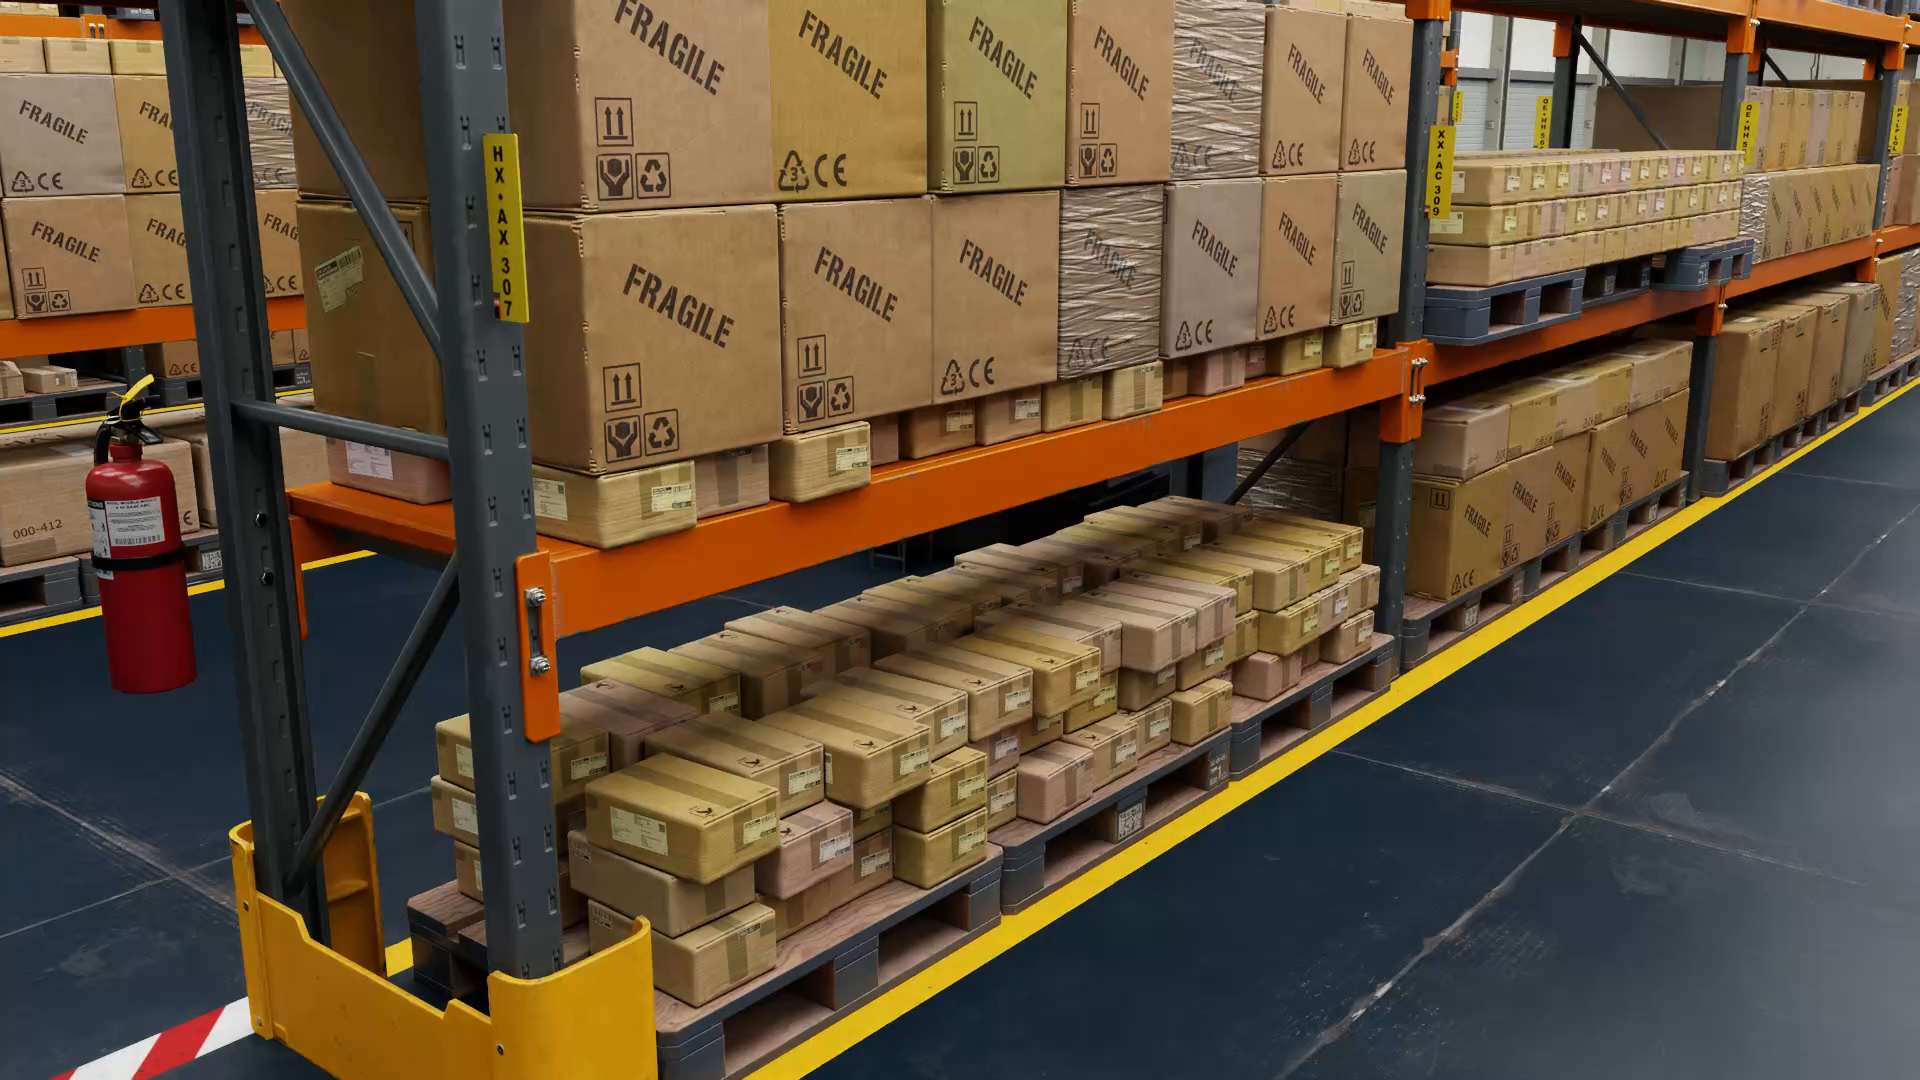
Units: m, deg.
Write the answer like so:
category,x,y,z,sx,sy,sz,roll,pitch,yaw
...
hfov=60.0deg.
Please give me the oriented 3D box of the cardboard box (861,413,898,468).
category,x,y,z,sx,sy,sz,roll,pitch,yaw
cardboard box,-0.372,-0.272,4.113,0.380,0.149,0.250,12,19,40

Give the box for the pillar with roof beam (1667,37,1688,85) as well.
category,x,y,z,sx,sy,sz,roll,pitch,yaw
pillar with roof beam,22.119,-12.784,40.671,9.100,9.000,0.400,11,18,38

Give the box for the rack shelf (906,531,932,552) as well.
category,x,y,z,sx,sy,sz,roll,pitch,yaw
rack shelf,-0.285,-0.105,8.075,0.215,0.259,0.240,8,16,30

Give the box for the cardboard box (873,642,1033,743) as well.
category,x,y,z,sx,sy,sz,roll,pitch,yaw
cardboard box,-0.021,0.417,4.619,0.380,0.149,0.250,12,19,40

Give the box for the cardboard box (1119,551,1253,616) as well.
category,x,y,z,sx,sy,sz,roll,pitch,yaw
cardboard box,0.763,0.160,5.629,0.380,0.149,0.250,12,19,39

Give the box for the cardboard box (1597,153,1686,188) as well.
category,x,y,z,sx,sy,sz,roll,pitch,yaw
cardboard box,3.206,-1.756,7.892,0.380,0.149,0.250,11,18,38

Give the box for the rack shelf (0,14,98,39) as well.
category,x,y,z,sx,sy,sz,roll,pitch,yaw
rack shelf,-7.745,-3.216,10.558,1.077,0.370,4.000,11,18,38

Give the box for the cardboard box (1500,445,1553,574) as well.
category,x,y,z,sx,sy,sz,roll,pitch,yaw
cardboard box,2.291,-0.174,7.438,0.500,0.500,0.500,12,19,40

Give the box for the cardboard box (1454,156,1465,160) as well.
category,x,y,z,sx,sy,sz,roll,pitch,yaw
cardboard box,2.043,-1.654,7.492,0.380,0.149,0.250,11,18,36

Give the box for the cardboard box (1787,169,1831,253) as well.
category,x,y,z,sx,sy,sz,roll,pitch,yaw
cardboard box,5.244,-2.128,10.703,0.500,0.500,0.500,11,18,37

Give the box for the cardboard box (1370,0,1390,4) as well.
category,x,y,z,sx,sy,sz,roll,pitch,yaw
cardboard box,3.997,-5.333,16.324,0.380,0.149,0.250,12,18,39

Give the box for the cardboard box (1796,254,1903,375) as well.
category,x,y,z,sx,sy,sz,roll,pitch,yaw
cardboard box,6.767,-1.795,13.059,0.875,0.875,0.875,12,18,38

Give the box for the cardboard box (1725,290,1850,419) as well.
category,x,y,z,sx,sy,sz,roll,pitch,yaw
cardboard box,5.387,-1.308,11.395,1.050,0.750,0.750,11,18,38

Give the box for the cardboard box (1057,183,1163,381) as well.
category,x,y,z,sx,sy,sz,roll,pitch,yaw
cardboard box,0.222,-0.746,4.661,0.500,0.500,0.500,11,18,36

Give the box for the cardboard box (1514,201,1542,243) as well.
category,x,y,z,sx,sy,sz,roll,pitch,yaw
cardboard box,2.055,-1.260,6.542,0.380,0.149,0.250,11,18,36

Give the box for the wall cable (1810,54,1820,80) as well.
category,x,y,z,sx,sy,sz,roll,pitch,yaw
wall cable,21.651,-12.305,45.092,3.097,2.526,0.112,11,18,38

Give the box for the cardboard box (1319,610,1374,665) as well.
category,x,y,z,sx,sy,sz,roll,pitch,yaw
cardboard box,1.307,0.327,6.182,0.380,0.149,0.250,12,18,38

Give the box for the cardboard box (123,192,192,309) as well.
category,x,y,z,sx,sy,sz,roll,pitch,yaw
cardboard box,-3.682,-1.350,7.643,0.500,0.500,0.500,12,19,39

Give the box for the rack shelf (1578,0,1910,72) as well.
category,x,y,z,sx,sy,sz,roll,pitch,yaw
rack shelf,5.060,-3.234,10.629,1.077,0.370,4.000,11,18,38

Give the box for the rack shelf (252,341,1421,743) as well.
category,x,y,z,sx,sy,sz,roll,pitch,yaw
rack shelf,0.032,-0.248,4.967,1.077,0.370,4.000,11,18,38

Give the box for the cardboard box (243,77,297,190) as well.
category,x,y,z,sx,sy,sz,roll,pitch,yaw
cardboard box,-3.345,-1.931,7.899,0.500,0.500,0.500,12,18,38

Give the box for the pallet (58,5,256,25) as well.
category,x,y,z,sx,sy,sz,roll,pitch,yaw
pallet,-6.024,-3.970,12.449,1.213,0.211,1.003,11,18,38

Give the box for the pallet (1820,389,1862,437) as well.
category,x,y,z,sx,sy,sz,roll,pitch,yaw
pallet,5.890,-1.001,12.133,1.003,0.211,1.213,11,18,38

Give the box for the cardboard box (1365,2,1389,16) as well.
category,x,y,z,sx,sy,sz,roll,pitch,yaw
cardboard box,3.850,-5.117,16.280,0.500,0.250,0.500,11,18,38

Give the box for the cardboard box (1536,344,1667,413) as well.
category,x,y,z,sx,sy,sz,roll,pitch,yaw
cardboard box,3.268,-0.831,8.503,0.500,0.250,0.500,12,18,38

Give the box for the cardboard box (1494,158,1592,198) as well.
category,x,y,z,sx,sy,sz,roll,pitch,yaw
cardboard box,2.387,-1.504,6.901,0.380,0.149,0.250,11,18,37

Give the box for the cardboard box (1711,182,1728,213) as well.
category,x,y,z,sx,sy,sz,roll,pitch,yaw
cardboard box,3.680,-1.755,8.492,0.380,0.149,0.250,12,19,40

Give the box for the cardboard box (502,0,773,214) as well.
category,x,y,z,sx,sy,sz,roll,pitch,yaw
cardboard box,-0.737,-0.936,3.376,0.500,0.500,0.500,11,18,37

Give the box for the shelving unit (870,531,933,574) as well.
category,x,y,z,sx,sy,sz,roll,pitch,yaw
shelving unit,-0.285,-0.384,8.004,0.215,1.050,0.252,8,16,30

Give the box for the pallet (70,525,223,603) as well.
category,x,y,z,sx,sy,sz,roll,pitch,yaw
pallet,-3.930,-0.006,8.219,1.003,0.211,1.213,11,18,38

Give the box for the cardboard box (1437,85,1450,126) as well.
category,x,y,z,sx,sy,sz,roll,pitch,yaw
cardboard box,4.766,-4.570,17.682,0.700,0.500,0.500,11,18,36

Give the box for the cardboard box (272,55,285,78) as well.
category,x,y,z,sx,sy,sz,roll,pitch,yaw
cardboard box,-3.260,-2.281,7.957,0.380,0.149,0.250,11,18,37

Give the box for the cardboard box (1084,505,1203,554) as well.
category,x,y,z,sx,sy,sz,roll,pitch,yaw
cardboard box,0.692,-0.012,6.307,0.380,0.149,0.250,12,19,40

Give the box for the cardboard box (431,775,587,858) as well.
category,x,y,z,sx,sy,sz,roll,pitch,yaw
cardboard box,-1.116,0.675,4.205,0.380,0.149,0.250,11,18,36

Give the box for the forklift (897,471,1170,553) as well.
category,x,y,z,sx,sy,sz,roll,pitch,yaw
forklift,0.543,-1.646,9.150,1.130,2.935,3.031,8,16,30

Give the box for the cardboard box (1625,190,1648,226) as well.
category,x,y,z,sx,sy,sz,roll,pitch,yaw
cardboard box,2.875,-1.510,7.526,0.380,0.149,0.250,11,18,36

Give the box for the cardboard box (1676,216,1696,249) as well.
category,x,y,z,sx,sy,sz,roll,pitch,yaw
cardboard box,3.372,-1.518,8.163,0.380,0.149,0.250,11,18,37

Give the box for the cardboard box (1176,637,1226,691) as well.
category,x,y,z,sx,sy,sz,roll,pitch,yaw
cardboard box,0.644,0.357,5.460,0.380,0.149,0.250,12,18,39

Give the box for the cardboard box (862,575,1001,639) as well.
category,x,y,z,sx,sy,sz,roll,pitch,yaw
cardboard box,-0.091,0.240,5.316,0.380,0.149,0.250,11,18,38

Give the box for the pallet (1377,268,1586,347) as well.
category,x,y,z,sx,sy,sz,roll,pitch,yaw
pallet,1.882,-1.010,6.897,1.003,0.211,1.213,11,18,38

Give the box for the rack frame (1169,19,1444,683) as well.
category,x,y,z,sx,sy,sz,roll,pitch,yaw
rack frame,1.289,-0.979,6.386,1.000,3.000,0.127,11,18,38

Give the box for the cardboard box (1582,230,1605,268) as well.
category,x,y,z,sx,sy,sz,roll,pitch,yaw
cardboard box,2.542,-1.263,7.162,0.380,0.149,0.250,10,18,35

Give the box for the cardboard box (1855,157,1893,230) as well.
category,x,y,z,sx,sy,sz,roll,pitch,yaw
cardboard box,6.539,-2.657,12.684,0.875,0.550,0.550,11,18,38

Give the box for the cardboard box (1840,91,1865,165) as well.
category,x,y,z,sx,sy,sz,roll,pitch,yaw
cardboard box,6.009,-2.949,11.904,0.700,0.500,0.500,11,18,37

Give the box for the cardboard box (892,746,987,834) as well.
category,x,y,z,sx,sy,sz,roll,pitch,yaw
cardboard box,-0.150,0.623,4.410,0.380,0.149,0.250,12,19,39

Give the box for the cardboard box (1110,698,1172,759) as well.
category,x,y,z,sx,sy,sz,roll,pitch,yaw
cardboard box,0.441,0.564,5.246,0.380,0.149,0.250,12,18,39

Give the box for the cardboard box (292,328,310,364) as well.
category,x,y,z,sx,sy,sz,roll,pitch,yaw
cardboard box,-5.365,-1.742,13.611,0.500,0.500,0.500,11,18,36

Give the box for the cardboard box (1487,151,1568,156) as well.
category,x,y,z,sx,sy,sz,roll,pitch,yaw
cardboard box,2.870,-1.908,8.492,0.380,0.149,0.250,10,18,35

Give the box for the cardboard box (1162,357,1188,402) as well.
category,x,y,z,sx,sy,sz,roll,pitch,yaw
cardboard box,0.470,-0.516,5.072,0.380,0.149,0.250,11,18,37

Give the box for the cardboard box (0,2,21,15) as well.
category,x,y,z,sx,sy,sz,roll,pitch,yaw
cardboard box,-6.641,-3.665,11.374,0.380,0.149,0.250,11,18,37

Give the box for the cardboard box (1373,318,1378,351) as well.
category,x,y,z,sx,sy,sz,roll,pitch,yaw
cardboard box,1.291,-0.767,6.059,0.380,0.149,0.250,11,18,37

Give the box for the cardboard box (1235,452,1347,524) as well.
category,x,y,z,sx,sy,sz,roll,pitch,yaw
cardboard box,1.558,-0.152,7.354,0.500,0.500,0.500,11,18,36

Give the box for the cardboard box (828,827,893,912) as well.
category,x,y,z,sx,sy,sz,roll,pitch,yaw
cardboard box,-0.395,0.803,4.309,0.380,0.149,0.250,12,18,38

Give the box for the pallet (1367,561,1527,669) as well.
category,x,y,z,sx,sy,sz,roll,pitch,yaw
pallet,1.777,0.223,7.317,1.003,0.211,1.213,11,18,38

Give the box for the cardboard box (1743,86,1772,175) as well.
category,x,y,z,sx,sy,sz,roll,pitch,yaw
cardboard box,4.410,-2.460,9.981,0.700,0.500,0.500,11,18,37

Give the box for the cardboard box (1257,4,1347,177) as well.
category,x,y,z,sx,sy,sz,roll,pitch,yaw
cardboard box,0.883,-1.425,5.302,0.500,0.500,0.500,11,18,36

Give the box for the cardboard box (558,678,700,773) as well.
category,x,y,z,sx,sy,sz,roll,pitch,yaw
cardboard box,-0.887,0.497,4.305,0.380,0.149,0.250,12,18,39

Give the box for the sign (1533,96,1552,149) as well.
category,x,y,z,sx,sy,sz,roll,pitch,yaw
sign,3.369,-2.392,9.595,0.100,0.325,0.005,11,18,38
